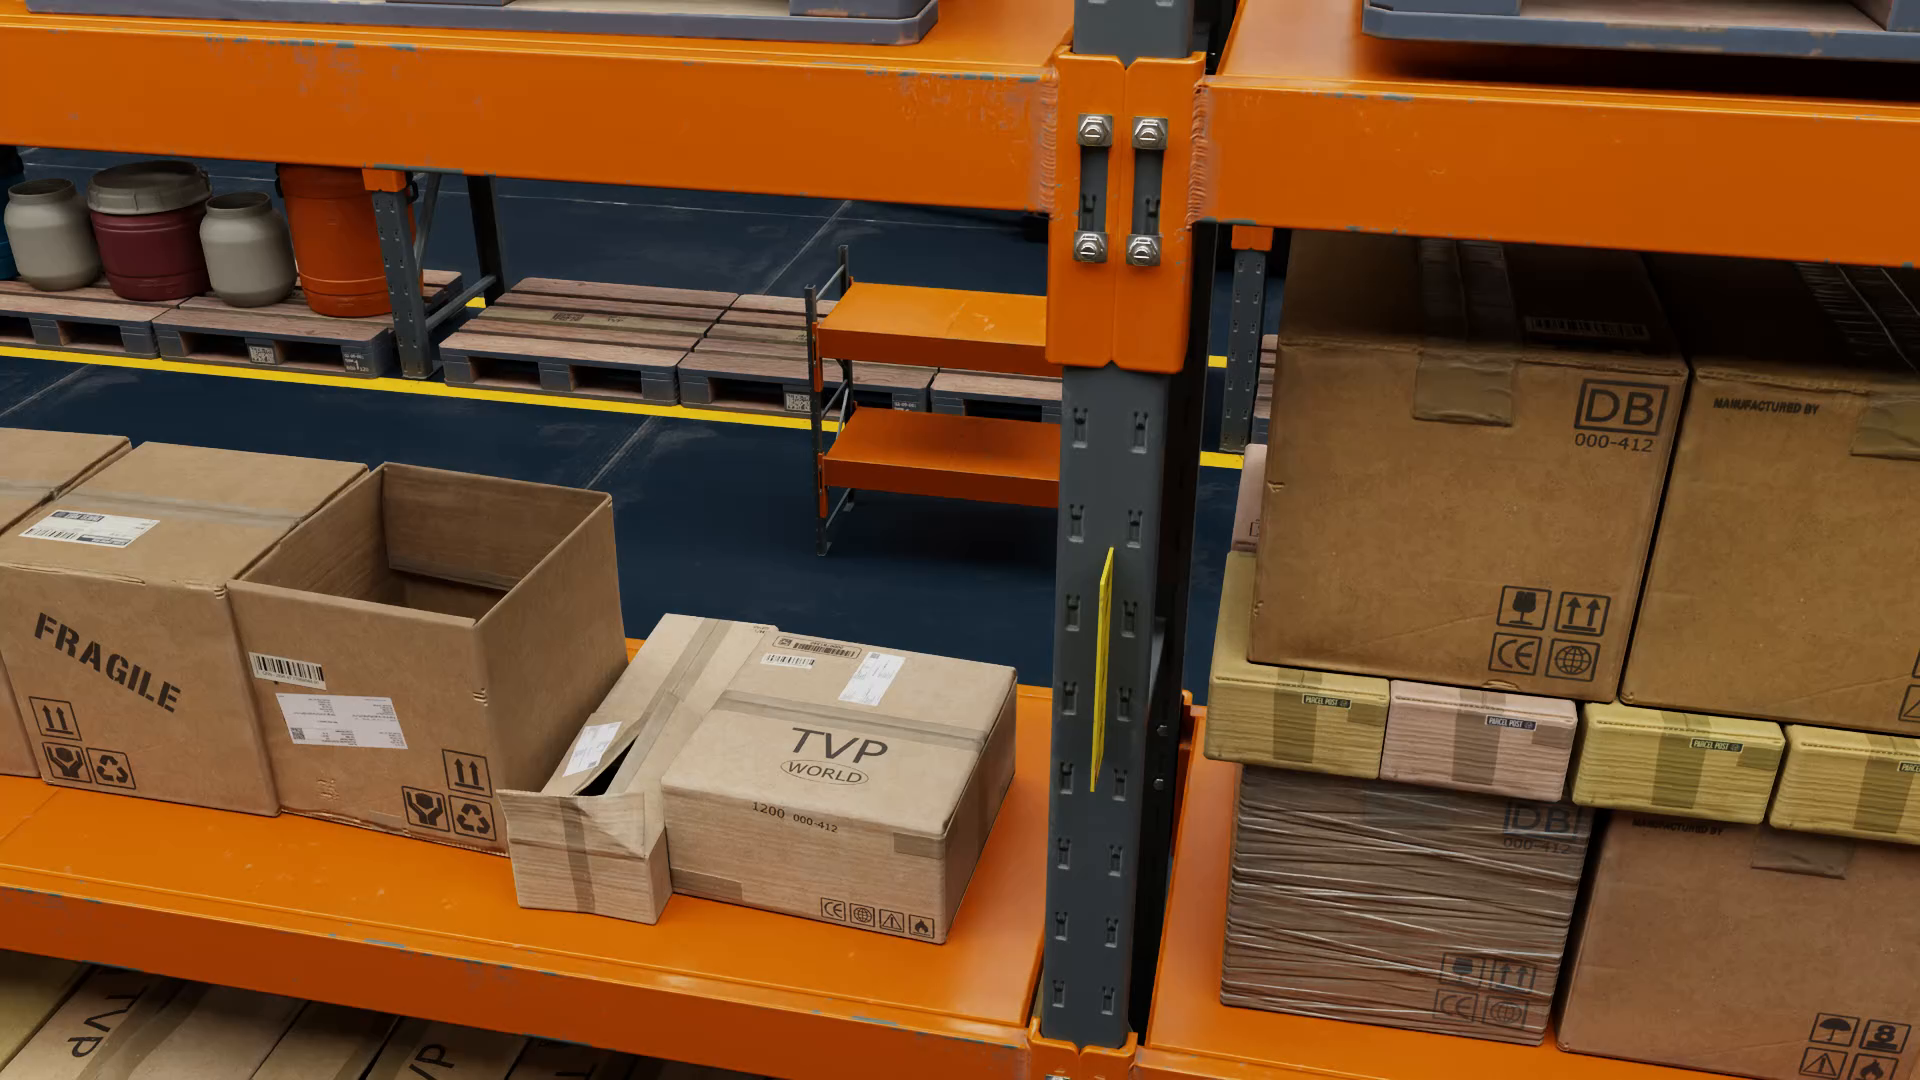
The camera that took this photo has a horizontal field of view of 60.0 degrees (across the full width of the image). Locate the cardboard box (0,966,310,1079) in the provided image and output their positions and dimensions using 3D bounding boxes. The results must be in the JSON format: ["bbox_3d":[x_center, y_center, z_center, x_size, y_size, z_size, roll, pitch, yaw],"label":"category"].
[{"bbox_3d":[-1.654,1.107,3.445,0.500,0.311,0.500,5,29,10],"label":"cardboard box"}]

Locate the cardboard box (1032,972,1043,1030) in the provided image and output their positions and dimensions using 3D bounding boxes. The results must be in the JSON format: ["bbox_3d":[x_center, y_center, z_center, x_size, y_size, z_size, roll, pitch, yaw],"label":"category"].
[{"bbox_3d":[-0.061,1.008,3.628,0.500,0.311,0.500,6,29,11],"label":"cardboard box"}]

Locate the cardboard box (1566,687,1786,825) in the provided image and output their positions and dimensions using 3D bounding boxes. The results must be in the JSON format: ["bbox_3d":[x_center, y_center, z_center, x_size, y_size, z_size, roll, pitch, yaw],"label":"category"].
[{"bbox_3d":[1.011,0.230,2.427,0.250,0.149,0.380,5,29,9],"label":"cardboard box"}]

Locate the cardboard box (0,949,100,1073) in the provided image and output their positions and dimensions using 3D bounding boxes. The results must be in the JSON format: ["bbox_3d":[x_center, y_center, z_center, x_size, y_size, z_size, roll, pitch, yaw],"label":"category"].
[{"bbox_3d":[-2.156,1.056,3.539,0.500,0.311,0.500,5,29,9],"label":"cardboard box"}]

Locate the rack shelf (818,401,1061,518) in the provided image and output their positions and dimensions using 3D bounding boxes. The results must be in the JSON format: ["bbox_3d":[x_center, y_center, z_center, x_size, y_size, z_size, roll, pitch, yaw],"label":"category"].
[{"bbox_3d":[-0.007,-0.280,6.599,1.000,0.278,0.538,6,29,11],"label":"rack shelf"}]

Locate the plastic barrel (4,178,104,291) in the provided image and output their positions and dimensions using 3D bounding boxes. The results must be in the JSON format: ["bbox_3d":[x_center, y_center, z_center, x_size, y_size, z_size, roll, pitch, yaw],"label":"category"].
[{"bbox_3d":[-4.740,-1.599,8.700,0.421,0.512,0.421,0,29,0],"label":"plastic barrel"}]

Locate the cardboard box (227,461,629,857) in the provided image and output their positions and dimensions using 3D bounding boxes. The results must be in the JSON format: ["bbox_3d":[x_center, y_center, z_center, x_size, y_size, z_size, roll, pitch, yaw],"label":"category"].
[{"bbox_3d":[-0.972,0.209,3.141,0.500,0.500,0.500,8,30,14],"label":"cardboard box"}]

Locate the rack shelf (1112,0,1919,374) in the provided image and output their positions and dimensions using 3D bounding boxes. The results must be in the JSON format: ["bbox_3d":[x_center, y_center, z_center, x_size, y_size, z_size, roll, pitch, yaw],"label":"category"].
[{"bbox_3d":[2.247,-0.410,2.000,4.000,0.370,1.077,6,29,11],"label":"rack shelf"}]

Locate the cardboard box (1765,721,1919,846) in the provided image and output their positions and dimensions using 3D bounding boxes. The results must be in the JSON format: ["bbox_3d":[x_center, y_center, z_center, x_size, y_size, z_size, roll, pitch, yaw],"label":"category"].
[{"bbox_3d":[1.268,0.255,2.380,0.250,0.149,0.380,6,29,10],"label":"cardboard box"}]

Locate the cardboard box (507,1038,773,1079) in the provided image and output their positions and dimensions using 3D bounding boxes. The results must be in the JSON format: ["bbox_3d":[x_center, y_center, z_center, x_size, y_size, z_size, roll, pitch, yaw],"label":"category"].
[{"bbox_3d":[-0.675,1.211,3.257,0.500,0.311,0.500,7,29,12],"label":"cardboard box"}]

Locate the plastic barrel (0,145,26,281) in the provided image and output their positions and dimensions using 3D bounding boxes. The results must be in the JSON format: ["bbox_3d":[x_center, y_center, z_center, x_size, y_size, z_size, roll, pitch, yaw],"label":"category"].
[{"bbox_3d":[-5.274,-1.868,8.787,0.708,0.901,0.600,6,29,11],"label":"plastic barrel"}]

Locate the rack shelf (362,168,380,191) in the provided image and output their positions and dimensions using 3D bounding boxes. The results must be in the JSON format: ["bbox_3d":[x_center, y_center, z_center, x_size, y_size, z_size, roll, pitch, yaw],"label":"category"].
[{"bbox_3d":[-4.539,-2.222,8.434,4.000,0.370,1.077,6,29,11],"label":"rack shelf"}]

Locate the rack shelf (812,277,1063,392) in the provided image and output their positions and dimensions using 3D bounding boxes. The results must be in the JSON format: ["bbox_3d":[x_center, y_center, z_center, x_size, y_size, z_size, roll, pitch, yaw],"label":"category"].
[{"bbox_3d":[-0.007,-0.751,6.341,1.000,0.278,0.538,6,29,11],"label":"rack shelf"}]

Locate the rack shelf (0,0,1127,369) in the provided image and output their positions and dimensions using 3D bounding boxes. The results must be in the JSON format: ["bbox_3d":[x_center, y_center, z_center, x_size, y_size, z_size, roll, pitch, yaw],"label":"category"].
[{"bbox_3d":[-1.665,-0.811,2.733,4.000,0.370,1.077,6,29,11],"label":"rack shelf"}]

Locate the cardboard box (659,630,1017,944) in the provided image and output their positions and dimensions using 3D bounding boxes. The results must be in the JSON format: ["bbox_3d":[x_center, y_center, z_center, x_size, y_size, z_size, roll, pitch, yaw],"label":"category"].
[{"bbox_3d":[-0.200,0.427,3.003,0.500,0.250,0.500,8,30,14],"label":"cardboard box"}]

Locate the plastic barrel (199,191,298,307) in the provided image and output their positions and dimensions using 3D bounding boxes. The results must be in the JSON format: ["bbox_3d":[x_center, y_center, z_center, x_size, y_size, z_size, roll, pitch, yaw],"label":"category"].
[{"bbox_3d":[-3.636,-1.486,8.493,0.421,0.512,0.421,0,29,0],"label":"plastic barrel"}]

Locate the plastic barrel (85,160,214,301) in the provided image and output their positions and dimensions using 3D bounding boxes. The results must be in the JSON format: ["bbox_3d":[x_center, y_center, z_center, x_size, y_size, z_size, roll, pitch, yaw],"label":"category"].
[{"bbox_3d":[-4.169,-1.618,8.655,0.708,0.588,0.600,6,29,11],"label":"plastic barrel"}]

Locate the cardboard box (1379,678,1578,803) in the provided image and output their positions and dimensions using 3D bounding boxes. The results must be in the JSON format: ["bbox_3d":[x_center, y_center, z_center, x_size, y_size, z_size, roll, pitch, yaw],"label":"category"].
[{"bbox_3d":[0.759,0.205,2.473,0.250,0.149,0.380,6,29,11],"label":"cardboard box"}]

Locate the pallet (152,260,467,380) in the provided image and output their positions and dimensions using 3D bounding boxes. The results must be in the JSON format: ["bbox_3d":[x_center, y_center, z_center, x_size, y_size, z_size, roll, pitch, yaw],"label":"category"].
[{"bbox_3d":[-3.363,-1.173,8.673,1.213,0.211,1.003,6,29,11],"label":"pallet"}]

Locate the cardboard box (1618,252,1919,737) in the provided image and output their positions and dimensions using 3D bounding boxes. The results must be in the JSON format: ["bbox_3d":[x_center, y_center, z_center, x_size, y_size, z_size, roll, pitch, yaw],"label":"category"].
[{"bbox_3d":[1.220,-0.131,2.411,0.500,0.500,0.700,6,29,10],"label":"cardboard box"}]

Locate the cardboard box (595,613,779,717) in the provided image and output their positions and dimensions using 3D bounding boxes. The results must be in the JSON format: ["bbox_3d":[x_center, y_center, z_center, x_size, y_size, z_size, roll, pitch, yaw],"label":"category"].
[{"bbox_3d":[-0.533,0.315,3.312,0.250,0.149,0.380,6,29,11],"label":"cardboard box"}]

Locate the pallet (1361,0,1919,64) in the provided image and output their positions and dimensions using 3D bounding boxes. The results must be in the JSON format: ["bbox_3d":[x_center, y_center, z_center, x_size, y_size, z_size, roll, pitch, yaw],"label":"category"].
[{"bbox_3d":[1.130,-0.813,2.081,1.213,0.211,1.003,6,29,11],"label":"pallet"}]

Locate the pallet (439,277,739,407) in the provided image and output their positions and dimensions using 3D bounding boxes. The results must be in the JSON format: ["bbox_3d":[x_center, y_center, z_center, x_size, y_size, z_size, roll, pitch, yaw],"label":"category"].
[{"bbox_3d":[-1.833,-1.018,8.389,1.213,0.211,1.003,6,29,11],"label":"pallet"}]

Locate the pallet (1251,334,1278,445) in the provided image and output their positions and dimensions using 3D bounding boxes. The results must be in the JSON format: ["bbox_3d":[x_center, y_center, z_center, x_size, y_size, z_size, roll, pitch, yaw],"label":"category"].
[{"bbox_3d":[1.977,-0.626,7.673,1.213,0.211,1.003,6,29,11],"label":"pallet"}]

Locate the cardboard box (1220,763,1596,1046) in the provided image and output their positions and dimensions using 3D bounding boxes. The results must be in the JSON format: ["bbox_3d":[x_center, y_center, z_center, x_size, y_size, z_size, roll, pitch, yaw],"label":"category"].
[{"bbox_3d":[0.726,0.388,2.814,0.500,0.500,0.700,5,29,9],"label":"cardboard box"}]

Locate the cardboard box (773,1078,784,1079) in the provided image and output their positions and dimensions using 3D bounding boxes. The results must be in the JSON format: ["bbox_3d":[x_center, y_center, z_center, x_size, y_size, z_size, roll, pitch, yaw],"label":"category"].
[{"bbox_3d":[-0.165,1.260,3.167,0.500,0.311,0.500,6,29,11],"label":"cardboard box"}]

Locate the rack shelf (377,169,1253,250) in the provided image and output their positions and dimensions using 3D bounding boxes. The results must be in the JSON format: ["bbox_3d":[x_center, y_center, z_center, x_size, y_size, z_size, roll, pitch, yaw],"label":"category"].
[{"bbox_3d":[-0.627,-1.821,7.701,4.000,0.370,1.077,6,29,11],"label":"rack shelf"}]

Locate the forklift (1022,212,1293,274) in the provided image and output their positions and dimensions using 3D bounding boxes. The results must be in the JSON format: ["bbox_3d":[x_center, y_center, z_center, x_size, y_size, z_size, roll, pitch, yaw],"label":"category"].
[{"bbox_3d":[0.941,-3.265,9.662,3.031,2.935,1.130,13,31,23],"label":"forklift"}]

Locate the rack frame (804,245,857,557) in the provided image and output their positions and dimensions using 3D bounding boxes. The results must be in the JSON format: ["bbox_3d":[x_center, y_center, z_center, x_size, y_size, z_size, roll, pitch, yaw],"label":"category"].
[{"bbox_3d":[-0.504,-0.545,6.574,0.032,1.125,0.500,6,29,11],"label":"rack frame"}]

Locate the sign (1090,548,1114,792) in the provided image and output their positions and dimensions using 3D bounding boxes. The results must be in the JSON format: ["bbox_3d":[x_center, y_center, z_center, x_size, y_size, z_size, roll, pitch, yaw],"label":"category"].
[{"bbox_3d":[0.187,0.173,2.188,0.005,0.325,0.100,6,29,11],"label":"sign"}]

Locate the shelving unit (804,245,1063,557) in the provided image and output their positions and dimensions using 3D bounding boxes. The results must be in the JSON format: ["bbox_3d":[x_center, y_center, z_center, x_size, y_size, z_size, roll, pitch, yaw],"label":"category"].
[{"bbox_3d":[-0.007,-0.494,6.481,1.048,1.125,0.538,6,29,11],"label":"shelving unit"}]

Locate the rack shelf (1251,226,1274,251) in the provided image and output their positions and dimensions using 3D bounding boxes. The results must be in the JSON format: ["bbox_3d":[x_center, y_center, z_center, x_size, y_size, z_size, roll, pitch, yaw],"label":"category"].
[{"bbox_3d":[3.285,-1.420,6.969,4.000,0.370,1.077,6,29,11],"label":"rack shelf"}]

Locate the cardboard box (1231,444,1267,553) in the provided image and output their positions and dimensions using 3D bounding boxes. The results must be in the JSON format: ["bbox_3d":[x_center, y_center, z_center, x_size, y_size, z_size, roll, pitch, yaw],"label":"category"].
[{"bbox_3d":[0.601,-0.012,2.868,0.250,0.149,0.380,6,29,11],"label":"cardboard box"}]

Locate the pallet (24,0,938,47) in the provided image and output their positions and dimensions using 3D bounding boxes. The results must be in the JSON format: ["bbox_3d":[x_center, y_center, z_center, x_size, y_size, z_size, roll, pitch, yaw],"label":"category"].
[{"bbox_3d":[-0.575,-0.924,2.390,1.217,0.209,0.805,5,29,9],"label":"pallet"}]

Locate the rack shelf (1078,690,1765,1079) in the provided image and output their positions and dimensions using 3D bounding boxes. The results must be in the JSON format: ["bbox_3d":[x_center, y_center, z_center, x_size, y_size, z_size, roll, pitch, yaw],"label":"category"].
[{"bbox_3d":[2.247,0.906,2.720,4.000,0.370,1.077,6,29,11],"label":"rack shelf"}]

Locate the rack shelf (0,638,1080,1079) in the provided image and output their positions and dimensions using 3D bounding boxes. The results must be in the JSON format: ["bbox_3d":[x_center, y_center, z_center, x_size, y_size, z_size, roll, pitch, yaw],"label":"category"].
[{"bbox_3d":[-1.665,0.505,3.453,4.000,0.370,1.077,6,29,11],"label":"rack shelf"}]

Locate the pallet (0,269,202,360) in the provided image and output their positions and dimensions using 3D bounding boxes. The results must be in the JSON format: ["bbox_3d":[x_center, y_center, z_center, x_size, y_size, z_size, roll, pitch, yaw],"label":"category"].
[{"bbox_3d":[-4.552,-1.297,8.899,1.213,0.211,1.003,6,29,11],"label":"pallet"}]

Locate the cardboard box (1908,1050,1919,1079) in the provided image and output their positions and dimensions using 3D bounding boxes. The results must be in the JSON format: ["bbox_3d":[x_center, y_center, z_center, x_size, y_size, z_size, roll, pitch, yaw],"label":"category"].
[{"bbox_3d":[1.733,0.490,2.628,0.500,0.500,0.700,6,29,11],"label":"cardboard box"}]

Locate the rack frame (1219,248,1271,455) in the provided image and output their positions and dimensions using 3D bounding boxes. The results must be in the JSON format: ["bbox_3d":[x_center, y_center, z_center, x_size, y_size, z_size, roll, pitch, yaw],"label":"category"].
[{"bbox_3d":[1.329,-1.936,7.162,0.127,3.000,1.000,6,29,11],"label":"rack frame"}]

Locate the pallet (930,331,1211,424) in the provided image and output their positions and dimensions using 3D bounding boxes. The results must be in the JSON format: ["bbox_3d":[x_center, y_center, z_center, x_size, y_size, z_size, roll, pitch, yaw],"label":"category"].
[{"bbox_3d":[0.553,-0.773,7.942,1.213,0.211,1.003,6,29,11],"label":"pallet"}]

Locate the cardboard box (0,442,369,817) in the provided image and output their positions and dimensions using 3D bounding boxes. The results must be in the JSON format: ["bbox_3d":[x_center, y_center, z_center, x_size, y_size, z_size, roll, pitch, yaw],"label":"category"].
[{"bbox_3d":[-1.462,0.158,3.233,0.500,0.500,0.500,6,29,11],"label":"cardboard box"}]

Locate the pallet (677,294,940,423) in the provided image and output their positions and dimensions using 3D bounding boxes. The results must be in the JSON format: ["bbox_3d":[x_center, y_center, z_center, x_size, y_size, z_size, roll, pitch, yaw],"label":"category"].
[{"bbox_3d":[-0.644,-0.894,8.164,1.213,0.211,1.003,6,29,11],"label":"pallet"}]

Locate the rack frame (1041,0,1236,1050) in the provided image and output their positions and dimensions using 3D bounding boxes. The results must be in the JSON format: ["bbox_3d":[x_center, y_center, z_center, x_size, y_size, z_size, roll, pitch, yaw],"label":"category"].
[{"bbox_3d":[0.290,0.392,2.911,0.053,2.616,0.949,6,29,11],"label":"rack frame"}]

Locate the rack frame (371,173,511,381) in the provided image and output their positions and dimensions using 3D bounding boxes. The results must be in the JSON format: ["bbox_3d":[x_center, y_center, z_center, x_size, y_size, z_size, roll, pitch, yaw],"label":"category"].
[{"bbox_3d":[-2.583,-2.337,7.895,0.127,3.000,1.000,6,29,11],"label":"rack frame"}]

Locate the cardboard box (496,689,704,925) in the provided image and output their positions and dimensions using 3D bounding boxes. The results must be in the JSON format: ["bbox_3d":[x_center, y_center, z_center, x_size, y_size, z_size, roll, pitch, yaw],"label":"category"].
[{"bbox_3d":[-0.607,0.447,2.950,0.258,0.266,0.396,5,29,9],"label":"cardboard box"}]

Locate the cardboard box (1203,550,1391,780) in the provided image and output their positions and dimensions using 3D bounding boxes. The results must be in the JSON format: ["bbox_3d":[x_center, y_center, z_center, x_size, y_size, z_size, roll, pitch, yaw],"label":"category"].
[{"bbox_3d":[0.513,0.180,2.519,0.250,0.149,0.380,6,29,10],"label":"cardboard box"}]

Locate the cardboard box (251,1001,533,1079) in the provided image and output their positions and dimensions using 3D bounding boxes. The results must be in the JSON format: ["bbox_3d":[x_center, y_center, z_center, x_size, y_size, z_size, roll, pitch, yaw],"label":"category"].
[{"bbox_3d":[-1.163,1.160,3.350,0.500,0.311,0.500,6,29,10],"label":"cardboard box"}]

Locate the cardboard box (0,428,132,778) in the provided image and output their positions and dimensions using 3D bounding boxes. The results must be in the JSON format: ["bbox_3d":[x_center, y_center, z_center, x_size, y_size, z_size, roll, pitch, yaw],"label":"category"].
[{"bbox_3d":[-1.977,0.106,3.329,0.500,0.500,0.500,4,29,8],"label":"cardboard box"}]

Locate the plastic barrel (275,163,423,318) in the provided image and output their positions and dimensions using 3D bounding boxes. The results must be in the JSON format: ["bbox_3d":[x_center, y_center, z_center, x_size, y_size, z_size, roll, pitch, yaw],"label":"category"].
[{"bbox_3d":[-3.065,-1.610,8.390,0.708,0.830,0.600,6,29,11],"label":"plastic barrel"}]

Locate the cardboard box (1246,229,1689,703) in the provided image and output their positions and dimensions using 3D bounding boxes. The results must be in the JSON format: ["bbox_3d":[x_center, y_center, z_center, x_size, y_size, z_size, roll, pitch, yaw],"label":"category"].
[{"bbox_3d":[0.726,-0.181,2.502,0.500,0.500,0.700,6,29,11],"label":"cardboard box"}]

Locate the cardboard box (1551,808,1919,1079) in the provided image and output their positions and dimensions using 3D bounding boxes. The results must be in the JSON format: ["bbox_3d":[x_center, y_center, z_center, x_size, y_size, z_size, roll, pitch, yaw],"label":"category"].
[{"bbox_3d":[1.243,0.438,2.723,0.500,0.500,0.700,6,29,10],"label":"cardboard box"}]
